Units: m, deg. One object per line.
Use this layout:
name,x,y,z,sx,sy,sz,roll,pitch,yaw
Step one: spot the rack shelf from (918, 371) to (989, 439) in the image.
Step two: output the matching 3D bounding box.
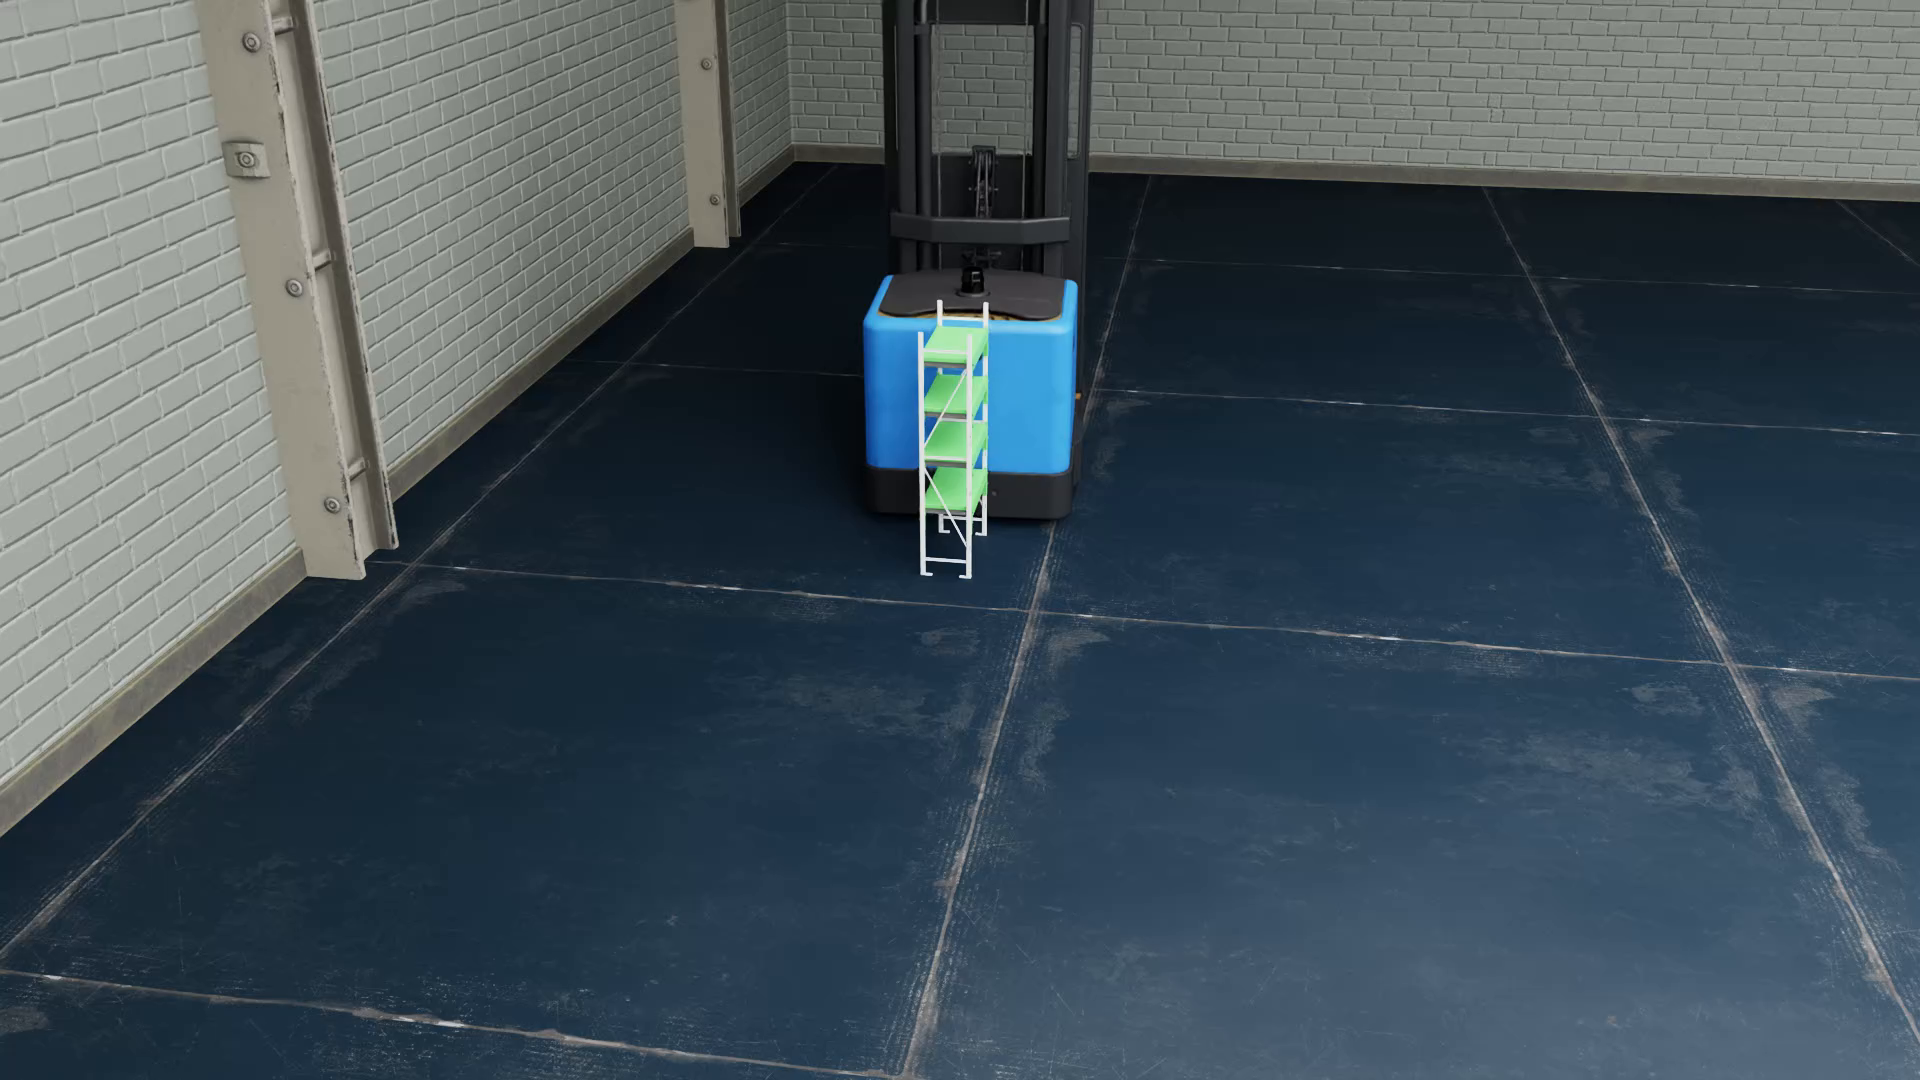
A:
rack shelf,-0.027,-0.634,7.773,0.258,0.148,0.480,4,25,9

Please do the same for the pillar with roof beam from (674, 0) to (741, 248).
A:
pillar with roof beam,2.281,-6.191,10.862,9.100,9.000,0.400,4,25,9

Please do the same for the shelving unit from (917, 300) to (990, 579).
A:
shelving unit,-0.027,-0.474,7.848,0.258,1.200,0.503,4,25,9

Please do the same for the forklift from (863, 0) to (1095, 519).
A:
forklift,0.166,-2.022,9.113,1.130,2.935,3.031,2,25,5

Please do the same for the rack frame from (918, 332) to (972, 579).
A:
rack frame,-0.067,-0.372,7.630,0.240,1.200,0.015,4,25,9

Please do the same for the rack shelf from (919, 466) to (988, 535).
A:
rack shelf,-0.027,-0.199,7.977,0.258,0.148,0.480,4,25,9

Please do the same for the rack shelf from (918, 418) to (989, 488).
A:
rack shelf,-0.027,-0.416,7.875,0.258,0.148,0.480,4,25,9

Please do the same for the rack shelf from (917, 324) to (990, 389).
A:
rack shelf,-0.027,-0.851,7.671,0.258,0.148,0.480,4,25,9

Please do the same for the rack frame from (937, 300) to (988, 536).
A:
rack frame,0.013,-0.576,8.066,0.240,1.200,0.015,4,25,9

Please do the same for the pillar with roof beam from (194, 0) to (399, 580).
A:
pillar with roof beam,1.300,-3.682,5.501,9.100,9.000,0.400,4,25,9
